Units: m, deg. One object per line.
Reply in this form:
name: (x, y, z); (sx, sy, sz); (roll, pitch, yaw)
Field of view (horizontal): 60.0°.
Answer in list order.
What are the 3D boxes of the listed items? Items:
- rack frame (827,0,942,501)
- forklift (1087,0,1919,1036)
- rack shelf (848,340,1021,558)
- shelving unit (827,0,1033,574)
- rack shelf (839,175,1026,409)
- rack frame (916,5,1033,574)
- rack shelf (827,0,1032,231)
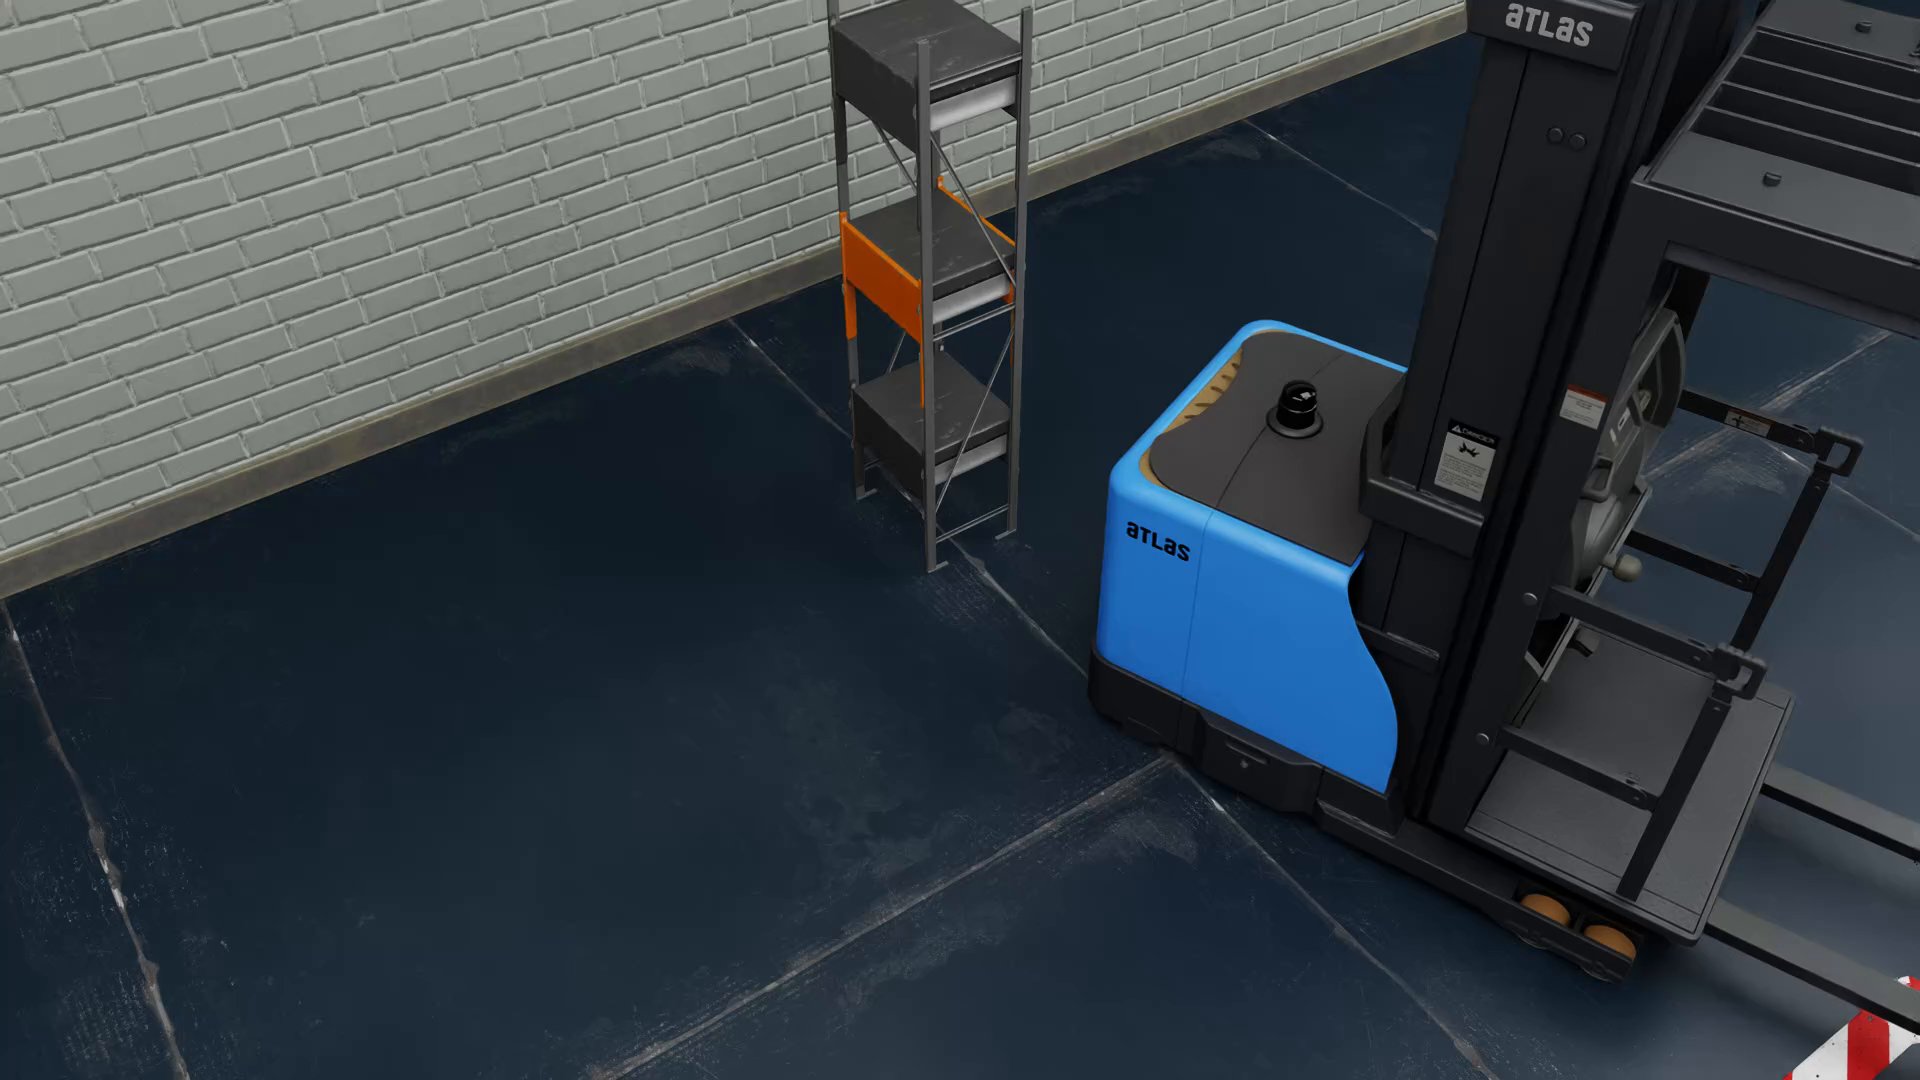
rack frame: (-0.234, -0.991, 5.768); (0.400, 2.100, 0.015); (-26, 49, -24)
forklift: (1.936, -0.188, 4.325); (3.031, 2.935, 1.130); (25, 49, 24)
rack shelf: (-0.095, -0.337, 6.116); (0.431, 0.518, 0.480); (-26, 49, -24)
shelving unit: (-0.095, -0.853, 5.623); (0.431, 2.100, 0.503); (-26, 49, -24)
rack shelf: (-0.095, -0.843, 5.633); (0.431, 0.518, 0.480); (-26, 49, -24)
rack frame: (0.045, -0.715, 5.478); (0.400, 2.100, 0.015); (-26, 49, -24)
rack shelf: (-0.095, -1.350, 5.149); (0.431, 0.518, 0.480); (-26, 49, -24)
